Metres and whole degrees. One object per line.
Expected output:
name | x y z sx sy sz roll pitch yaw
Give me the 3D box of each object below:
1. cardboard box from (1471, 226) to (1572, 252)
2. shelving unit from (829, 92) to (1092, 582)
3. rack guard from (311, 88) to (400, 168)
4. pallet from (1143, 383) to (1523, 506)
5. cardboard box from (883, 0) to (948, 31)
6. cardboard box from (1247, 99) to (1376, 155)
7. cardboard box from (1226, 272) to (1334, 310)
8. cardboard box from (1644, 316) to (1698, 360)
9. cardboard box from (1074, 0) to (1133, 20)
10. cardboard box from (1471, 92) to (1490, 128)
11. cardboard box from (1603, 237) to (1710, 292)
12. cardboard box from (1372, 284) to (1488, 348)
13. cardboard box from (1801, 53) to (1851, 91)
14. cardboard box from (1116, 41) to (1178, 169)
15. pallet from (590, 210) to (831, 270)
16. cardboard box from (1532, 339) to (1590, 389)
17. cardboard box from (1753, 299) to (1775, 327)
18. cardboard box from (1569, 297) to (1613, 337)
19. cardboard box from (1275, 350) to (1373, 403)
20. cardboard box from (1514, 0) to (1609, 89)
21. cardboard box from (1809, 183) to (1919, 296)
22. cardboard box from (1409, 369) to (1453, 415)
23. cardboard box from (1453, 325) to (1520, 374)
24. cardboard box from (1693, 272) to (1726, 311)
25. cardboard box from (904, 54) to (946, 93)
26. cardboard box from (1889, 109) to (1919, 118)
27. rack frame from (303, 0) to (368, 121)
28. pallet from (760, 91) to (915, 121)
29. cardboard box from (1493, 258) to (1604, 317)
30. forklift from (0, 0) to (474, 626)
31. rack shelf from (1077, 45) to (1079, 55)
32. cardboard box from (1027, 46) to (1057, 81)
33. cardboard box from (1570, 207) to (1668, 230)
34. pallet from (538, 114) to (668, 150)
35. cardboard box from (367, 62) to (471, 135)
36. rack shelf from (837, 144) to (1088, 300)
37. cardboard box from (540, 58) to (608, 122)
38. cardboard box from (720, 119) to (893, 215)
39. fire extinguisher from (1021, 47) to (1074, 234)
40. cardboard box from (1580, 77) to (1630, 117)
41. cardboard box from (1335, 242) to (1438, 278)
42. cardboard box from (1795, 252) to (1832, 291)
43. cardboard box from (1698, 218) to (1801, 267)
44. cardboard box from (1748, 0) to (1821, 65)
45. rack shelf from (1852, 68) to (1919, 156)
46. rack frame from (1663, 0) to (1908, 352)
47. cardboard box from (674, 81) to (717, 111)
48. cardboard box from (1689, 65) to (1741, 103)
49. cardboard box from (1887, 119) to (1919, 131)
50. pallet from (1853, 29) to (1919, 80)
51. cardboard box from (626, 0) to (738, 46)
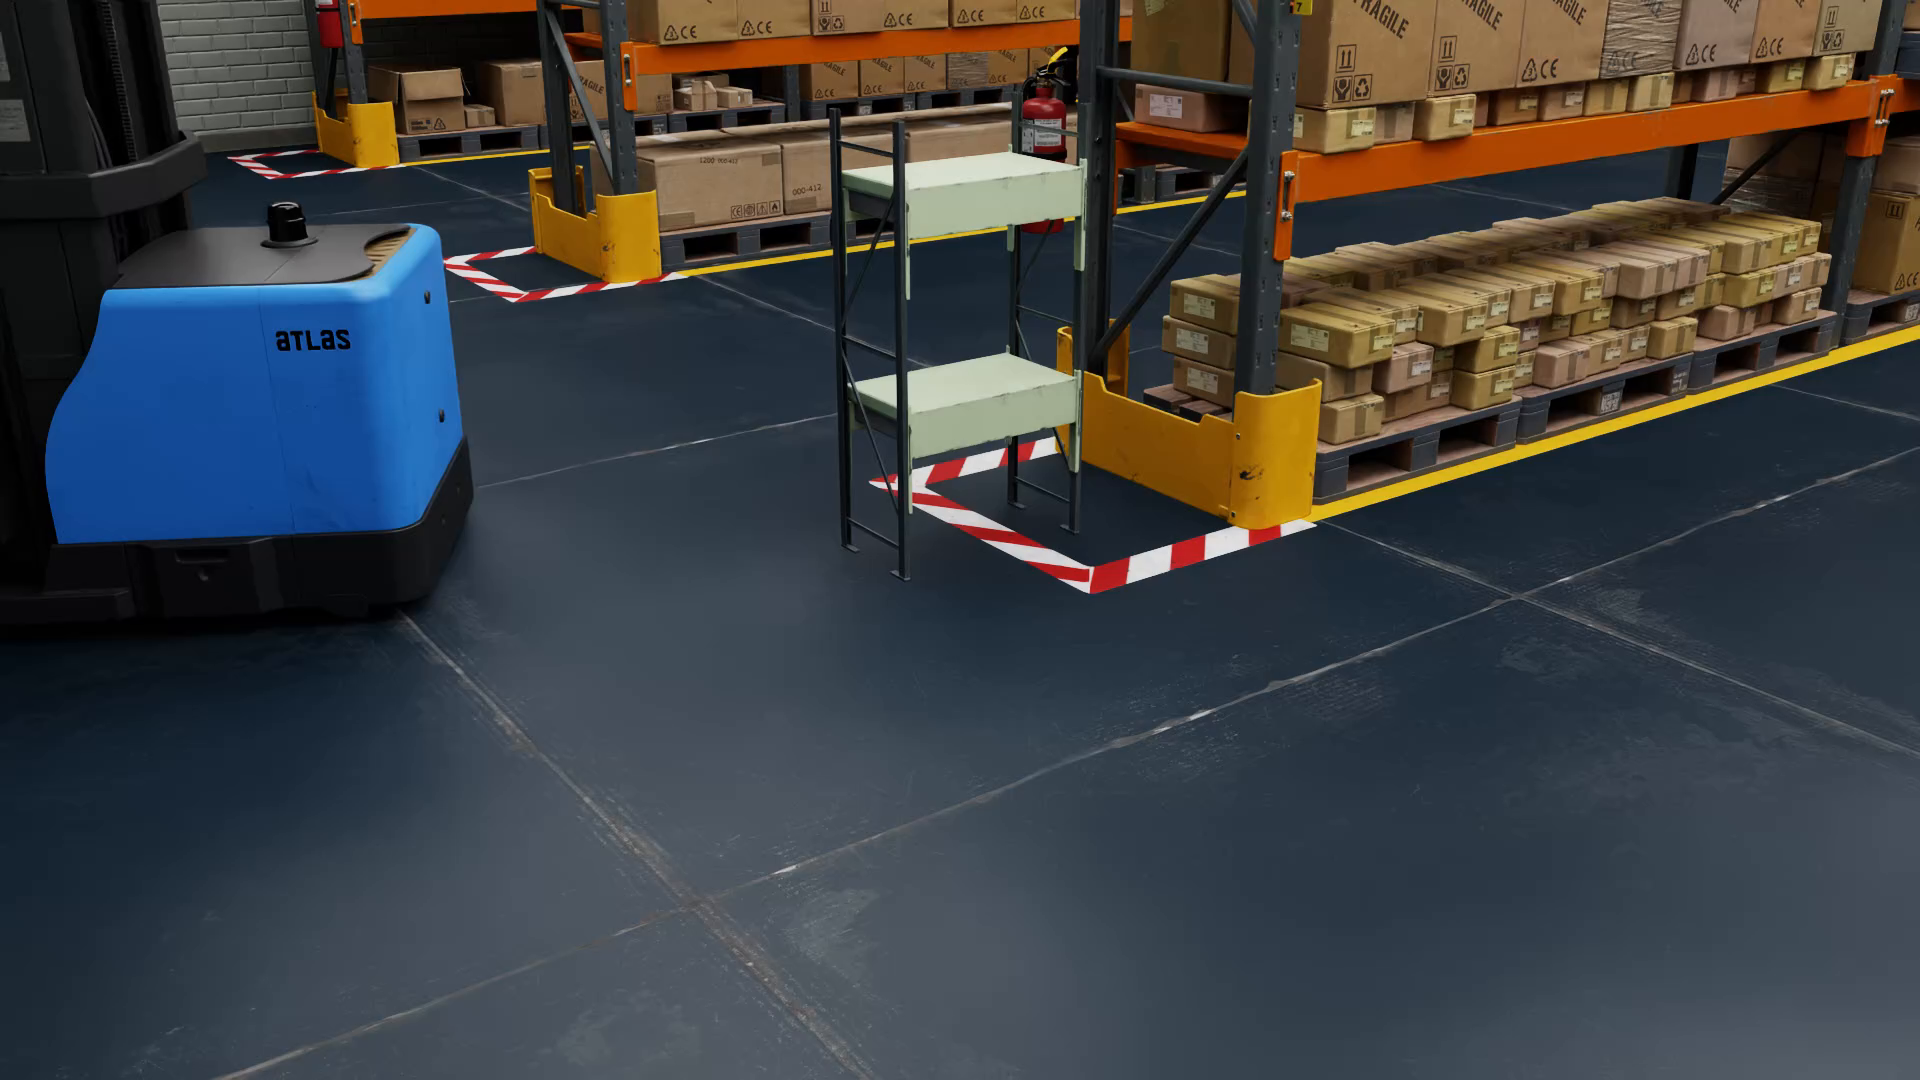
cardboard box | 2.569 -1.327 7.652 0.250 0.149 0.380 -16 27 -35
shelving unit | 0.005 -0.698 5.622 0.755 1.500 0.431 -15 26 -33
rack guard | -5.030 -3.431 13.819 0.348 0.500 1.175 -15 26 -33
pallet | 1.525 -0.502 6.869 1.213 0.211 1.003 -15 26 -33
cardboard box | -0.418 -3.483 10.442 0.500 0.500 0.500 -14 26 -31
cardboard box | 1.238 -1.470 5.872 0.250 0.149 0.380 -15 26 -33
cardboard box | 1.302 -0.990 6.808 0.250 0.149 0.380 -14 26 -32
cardboard box | 3.071 -0.941 7.486 0.250 0.149 0.380 -15 26 -33
cardboard box | 0.830 -3.818 11.281 0.500 0.500 0.500 -15 26 -32
cardboard box | 1.800 -1.677 6.391 0.250 0.149 0.380 -14 25 -30
cardboard box | 3.089 -1.231 7.410 0.250 0.149 0.380 -16 27 -35
cardboard box | 1.840 -0.886 6.546 0.250 0.149 0.380 -15 26 -33
cardboard box | 3.790 -2.144 7.560 0.250 0.149 0.380 -16 27 -34
cardboard box | 1.514 -3.315 12.456 0.875 0.875 0.875 -14 26 -31
pallet | -1.586 -1.984 10.584 1.213 0.211 1.003 -15 26 -33
cardboard box | 2.434 -0.774 7.070 0.250 0.149 0.380 -16 27 -35
cardboard box | 3.651 -1.134 7.970 0.250 0.149 0.380 -14 26 -31
cardboard box | 2.613 -1.018 7.279 0.250 0.149 0.380 -14 25 -30
cardboard box | 1.358 -0.661 6.383 0.250 0.149 0.380 -14 26 -31
cardboard box | 2.134 -2.040 6.424 0.500 0.500 0.500 -15 26 -32
cardboard box | 4.785 -1.595 8.653 0.500 0.500 0.500 -14 26 -31
cardboard box | 1.758 -0.640 6.734 0.250 0.149 0.380 -15 26 -32
cardboard box | 2.032 -0.805 6.746 0.250 0.149 0.380 -14 26 -31
cardboard box | 3.280 -1.176 7.675 0.250 0.149 0.380 -15 26 -32
cardboard box | -0.486 -4.737 16.526 0.500 0.500 0.500 -16 27 -34
cardboard box | 5.333 -2.327 9.474 0.500 0.250 0.500 -16 27 -35
rack frame | -5.092 -4.575 13.314 0.127 3.000 1.000 -15 26 -33
pallet | -1.207 -4.333 16.471 1.213 0.211 1.003 -15 26 -33
cardboard box | 2.464 -1.065 6.994 0.250 0.149 0.380 -14 26 -32
forklift | -3.235 -1.199 5.031 3.031 2.867 1.129 -2 22 -6
rack shelf | 2.681 -4.047 12.962 4.000 0.370 1.077 -15 26 -33
cardboard box | 0.772 -5.079 17.384 0.500 0.500 0.500 -15 26 -34
cardboard box | 3.195 -1.505 8.097 0.250 0.149 0.380 -15 26 -34
pallet | -3.394 -3.732 14.964 1.213 0.211 1.003 -15 26 -33
cardboard box | -4.540 -3.715 13.960 0.637 0.503 0.797 -16 27 -35
rack shelf | 0.005 -1.061 5.477 0.720 0.370 0.431 -15 26 -33
cardboard box | -3.336 -3.971 14.606 0.500 0.500 0.500 -14 26 -32
cardboard box | -0.974 -2.461 10.907 0.875 0.438 0.875 -14 26 -31
fire extinguisher | 0.309 -1.490 6.192 0.183 0.674 0.296 -15 26 -33
cardboard box | 2.474 -1.823 6.757 0.250 0.149 0.380 -14 26 -31
cardboard box | 1.871 -1.197 7.325 0.250 0.149 0.380 -14 26 -31
cardboard box | 3.960 -1.326 8.052 0.250 0.149 0.380 -14 26 -32
cardboard box | 3.709 -1.406 7.849 0.250 0.149 0.380 -15 26 -32
cardboard box | 3.380 -2.364 7.237 0.500 0.500 0.500 -16 27 -34
rack shelf | 5.654 -2.580 9.285 4.000 0.370 1.077 -15 26 -33
rack frame | 4.030 -2.481 8.067 0.127 3.000 1.000 -15 26 -33
cardboard box | -2.415 -4.080 15.196 0.258 0.266 0.396 -14 26 -31
cardboard box | 3.111 -1.988 7.169 0.250 0.149 0.380 -16 27 -35
cardboard box | 5.215 -2.060 8.805 0.500 0.250 0.500 -14 26 -31
pallet | 4.736 -2.514 8.407 1.213 0.211 1.003 -15 26 -33
cardboard box | -1.632 -3.147 9.600 0.500 0.500 0.500 -15 26 -33
